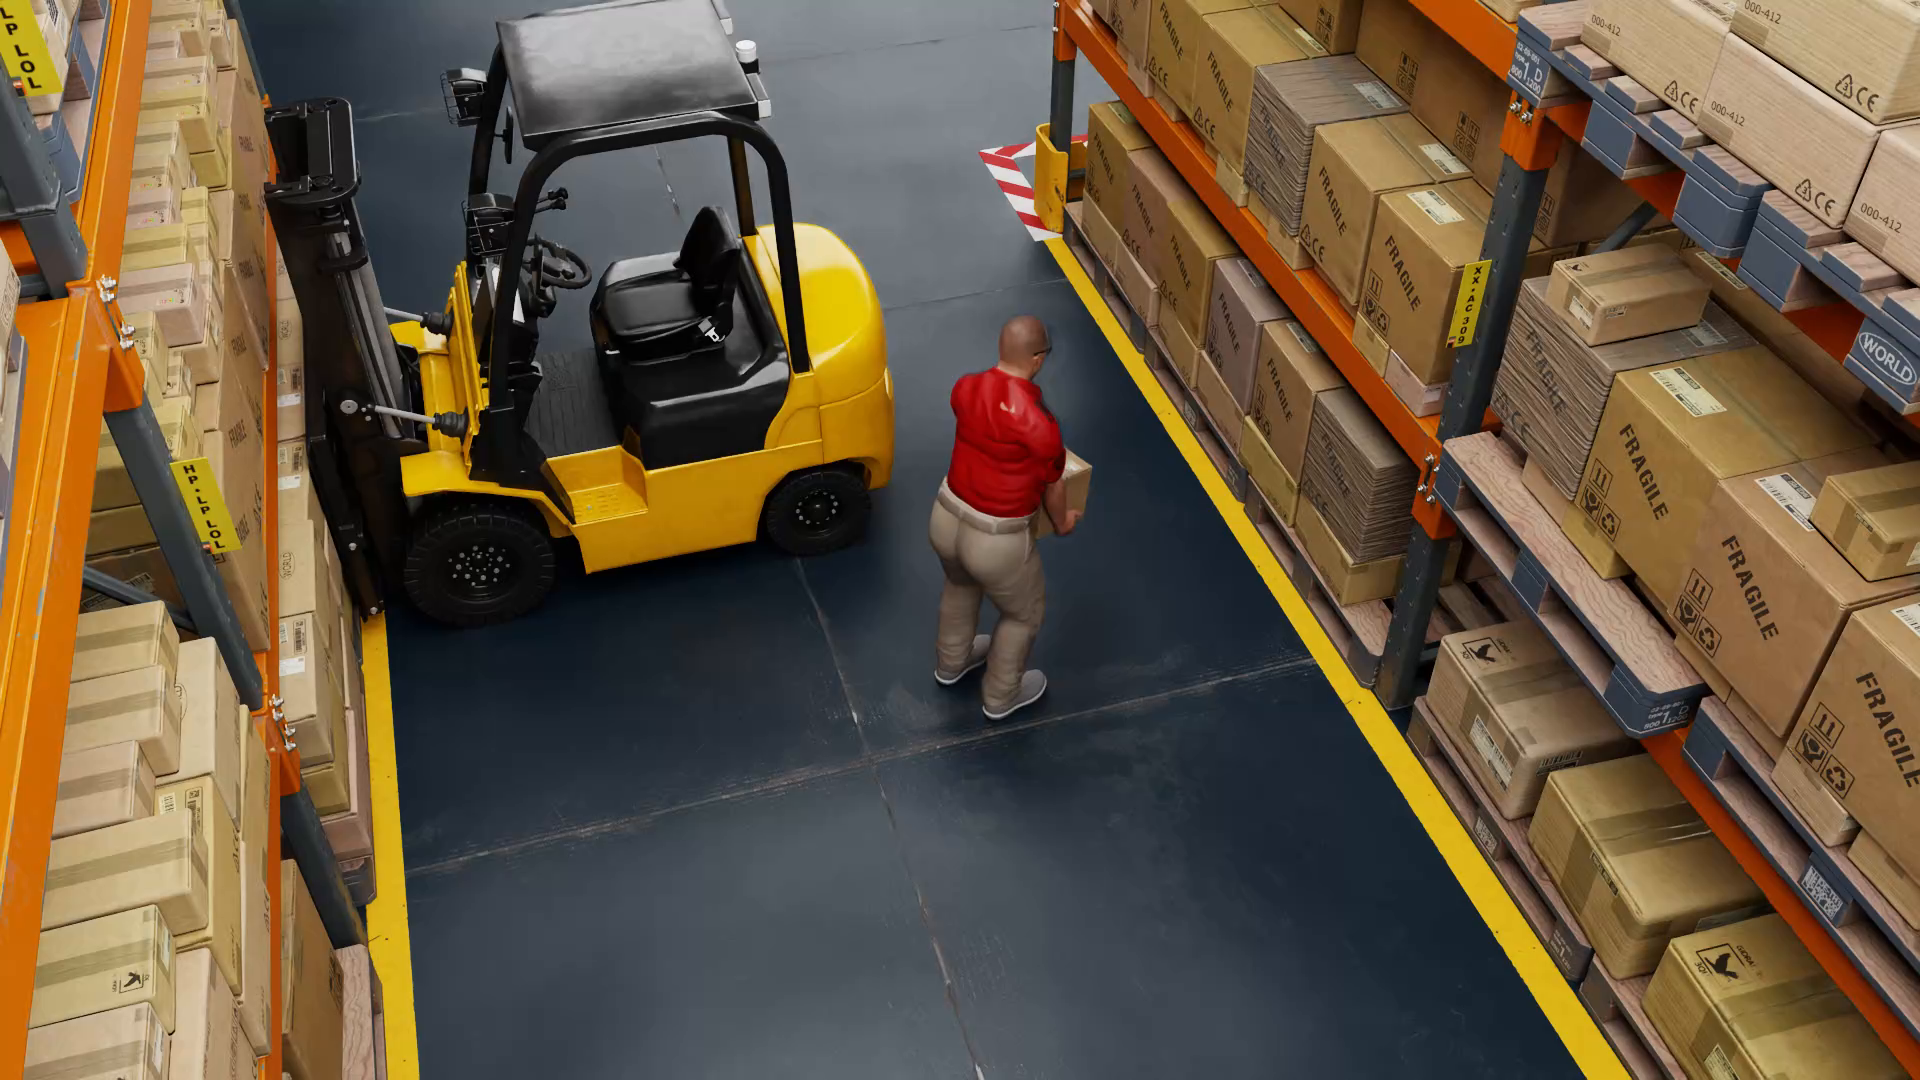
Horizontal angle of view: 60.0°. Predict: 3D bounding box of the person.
[{"bbox_3d":[0.163,-0.087,6.310,0.490,1.683,0.608,32,51,31],"label":"person"}]
